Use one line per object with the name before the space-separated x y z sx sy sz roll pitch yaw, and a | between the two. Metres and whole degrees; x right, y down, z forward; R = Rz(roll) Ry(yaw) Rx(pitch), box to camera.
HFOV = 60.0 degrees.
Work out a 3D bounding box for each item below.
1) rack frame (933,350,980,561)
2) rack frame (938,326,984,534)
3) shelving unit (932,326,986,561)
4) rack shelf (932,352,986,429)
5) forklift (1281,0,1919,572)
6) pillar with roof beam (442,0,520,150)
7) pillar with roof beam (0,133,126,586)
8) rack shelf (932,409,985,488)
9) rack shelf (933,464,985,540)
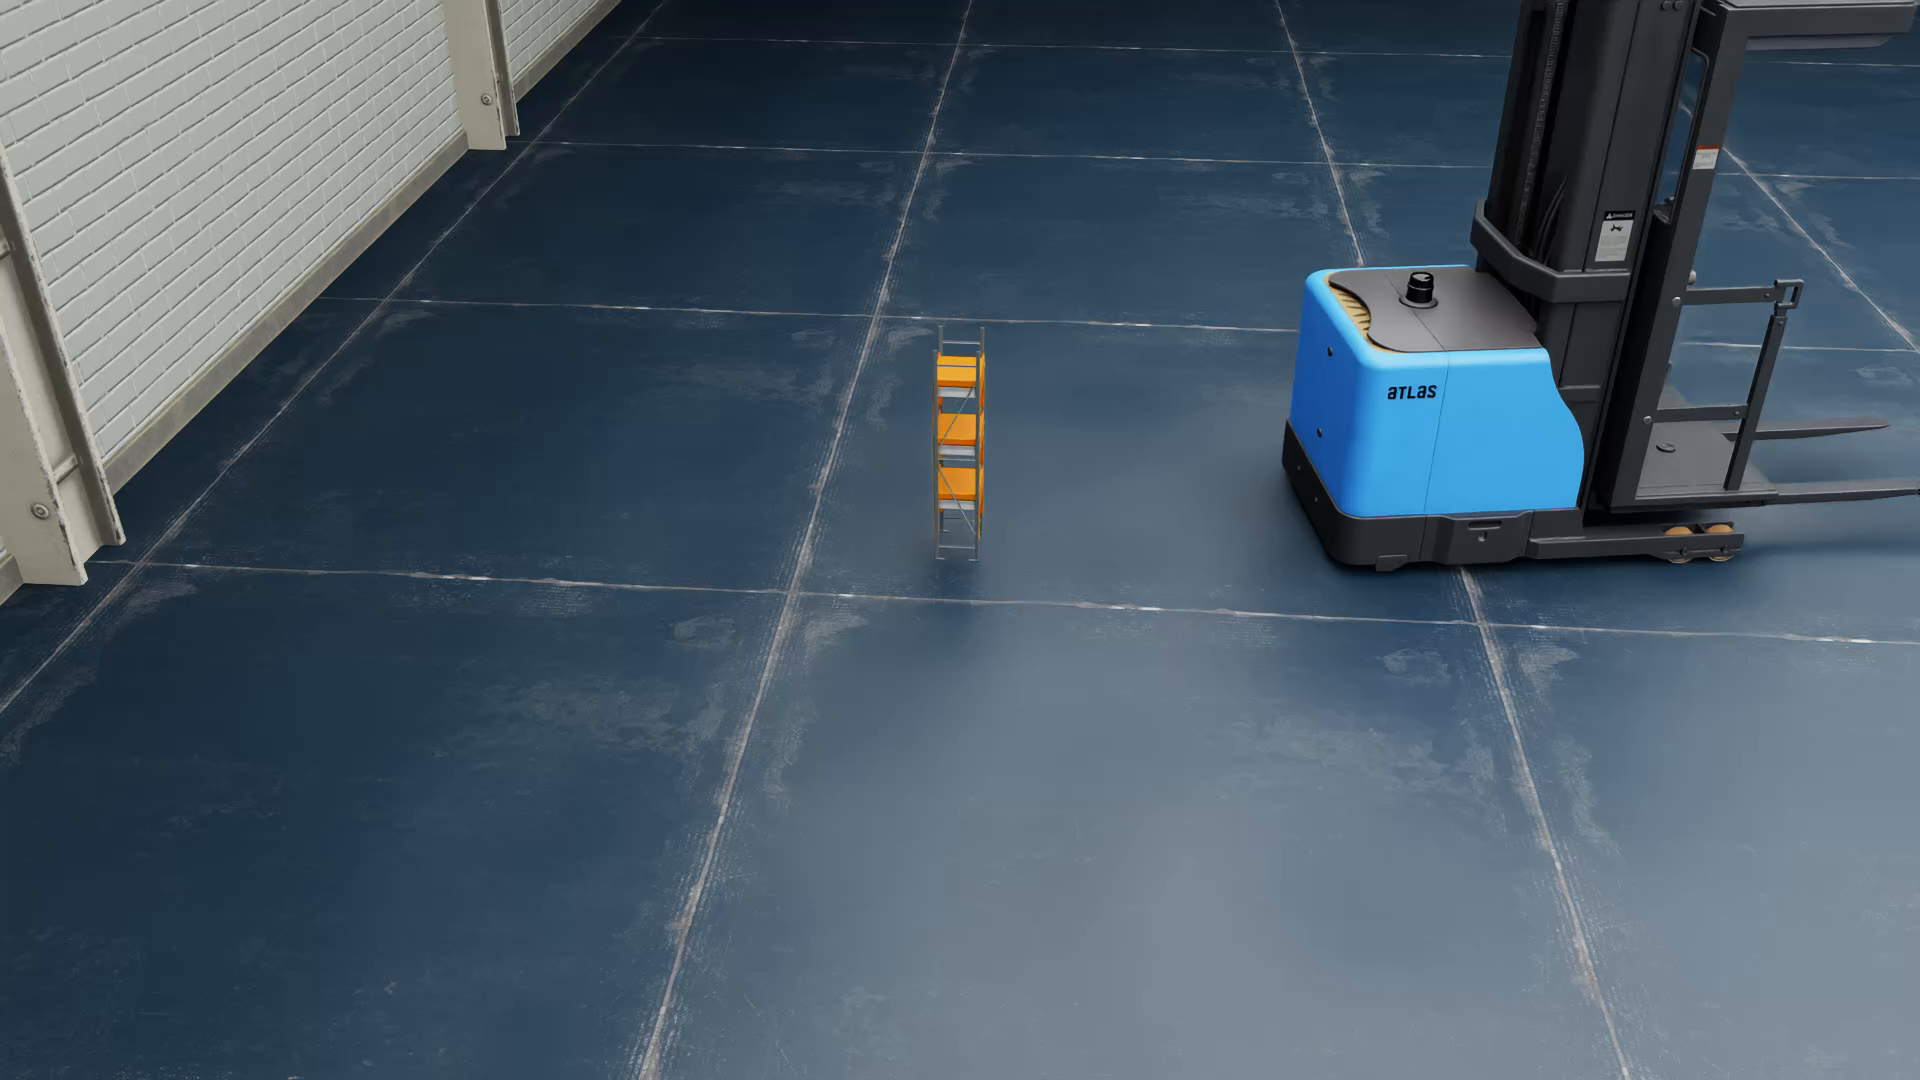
rack frame | -0.014 -0.355 7.326 0.200 1.050 0.008 2 32 4
rack frame | 0.006 -0.483 7.533 0.200 1.050 0.008 2 32 4
shelving unit | -0.004 -0.419 7.429 0.215 1.050 0.252 2 32 4
rack shelf | -0.004 -0.652 7.286 0.215 0.259 0.240 2 32 4
forklift | 3.139 -1.415 7.253 3.031 2.935 1.130 -3 32 -4
pillar with roof beam | 0.724 -6.692 10.031 9.100 9.000 0.400 2 32 4
pillar with roof beam | 0.235 -3.554 4.940 9.100 9.000 0.400 2 32 4
rack shelf | -0.004 -0.410 7.435 0.215 0.259 0.240 2 32 4
rack shelf | -0.004 -0.173 7.581 0.215 0.259 0.240 2 32 4
